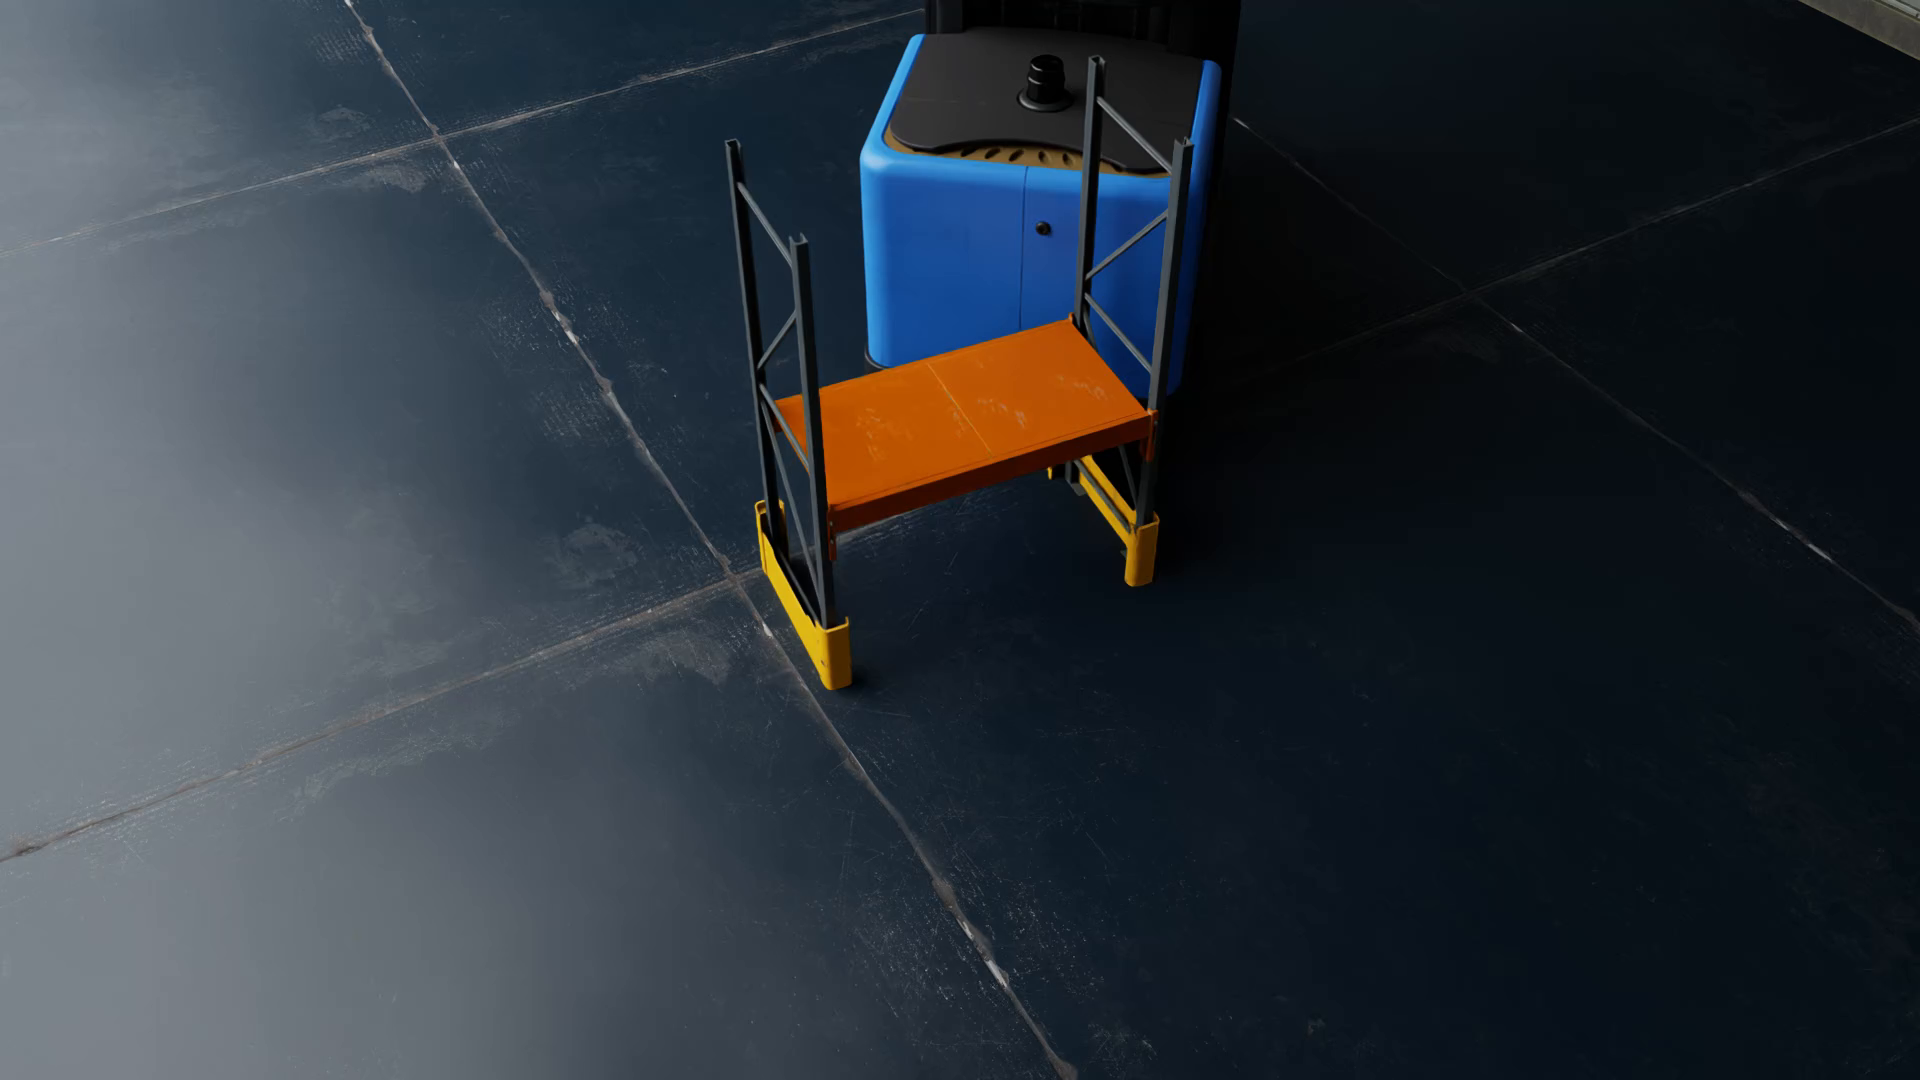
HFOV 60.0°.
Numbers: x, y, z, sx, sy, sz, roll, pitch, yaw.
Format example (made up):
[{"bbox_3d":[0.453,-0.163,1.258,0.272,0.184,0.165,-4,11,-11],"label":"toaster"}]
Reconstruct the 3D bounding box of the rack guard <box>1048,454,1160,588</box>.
[{"bbox_3d":[0.442,-0.136,5.211,0.087,0.250,0.587,-18,47,-17],"label":"rack guard"}]

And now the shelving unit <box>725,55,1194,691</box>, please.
[{"bbox_3d":[-0.011,-0.440,4.627,1.083,1.500,0.587,-18,47,-17],"label":"shelving unit"}]

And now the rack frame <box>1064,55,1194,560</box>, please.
[{"bbox_3d":[0.460,-0.590,4.782,0.032,1.500,0.500,-18,47,-17],"label":"rack frame"}]

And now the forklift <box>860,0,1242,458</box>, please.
[{"bbox_3d":[0.466,-2.357,5.575,1.130,2.935,3.031,7,45,8],"label":"forklift"}]

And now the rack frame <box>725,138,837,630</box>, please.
[{"bbox_3d":[-0.464,-0.295,4.477,0.032,1.500,0.500,-18,47,-17],"label":"rack frame"}]

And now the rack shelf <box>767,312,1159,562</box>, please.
[{"bbox_3d":[-0.002,-0.314,4.755,1.000,0.185,0.538,-18,47,-17],"label":"rack shelf"}]

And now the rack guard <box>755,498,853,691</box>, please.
[{"bbox_3d":[-0.463,0.153,4.913,0.087,0.250,0.587,-18,47,-17],"label":"rack guard"}]
